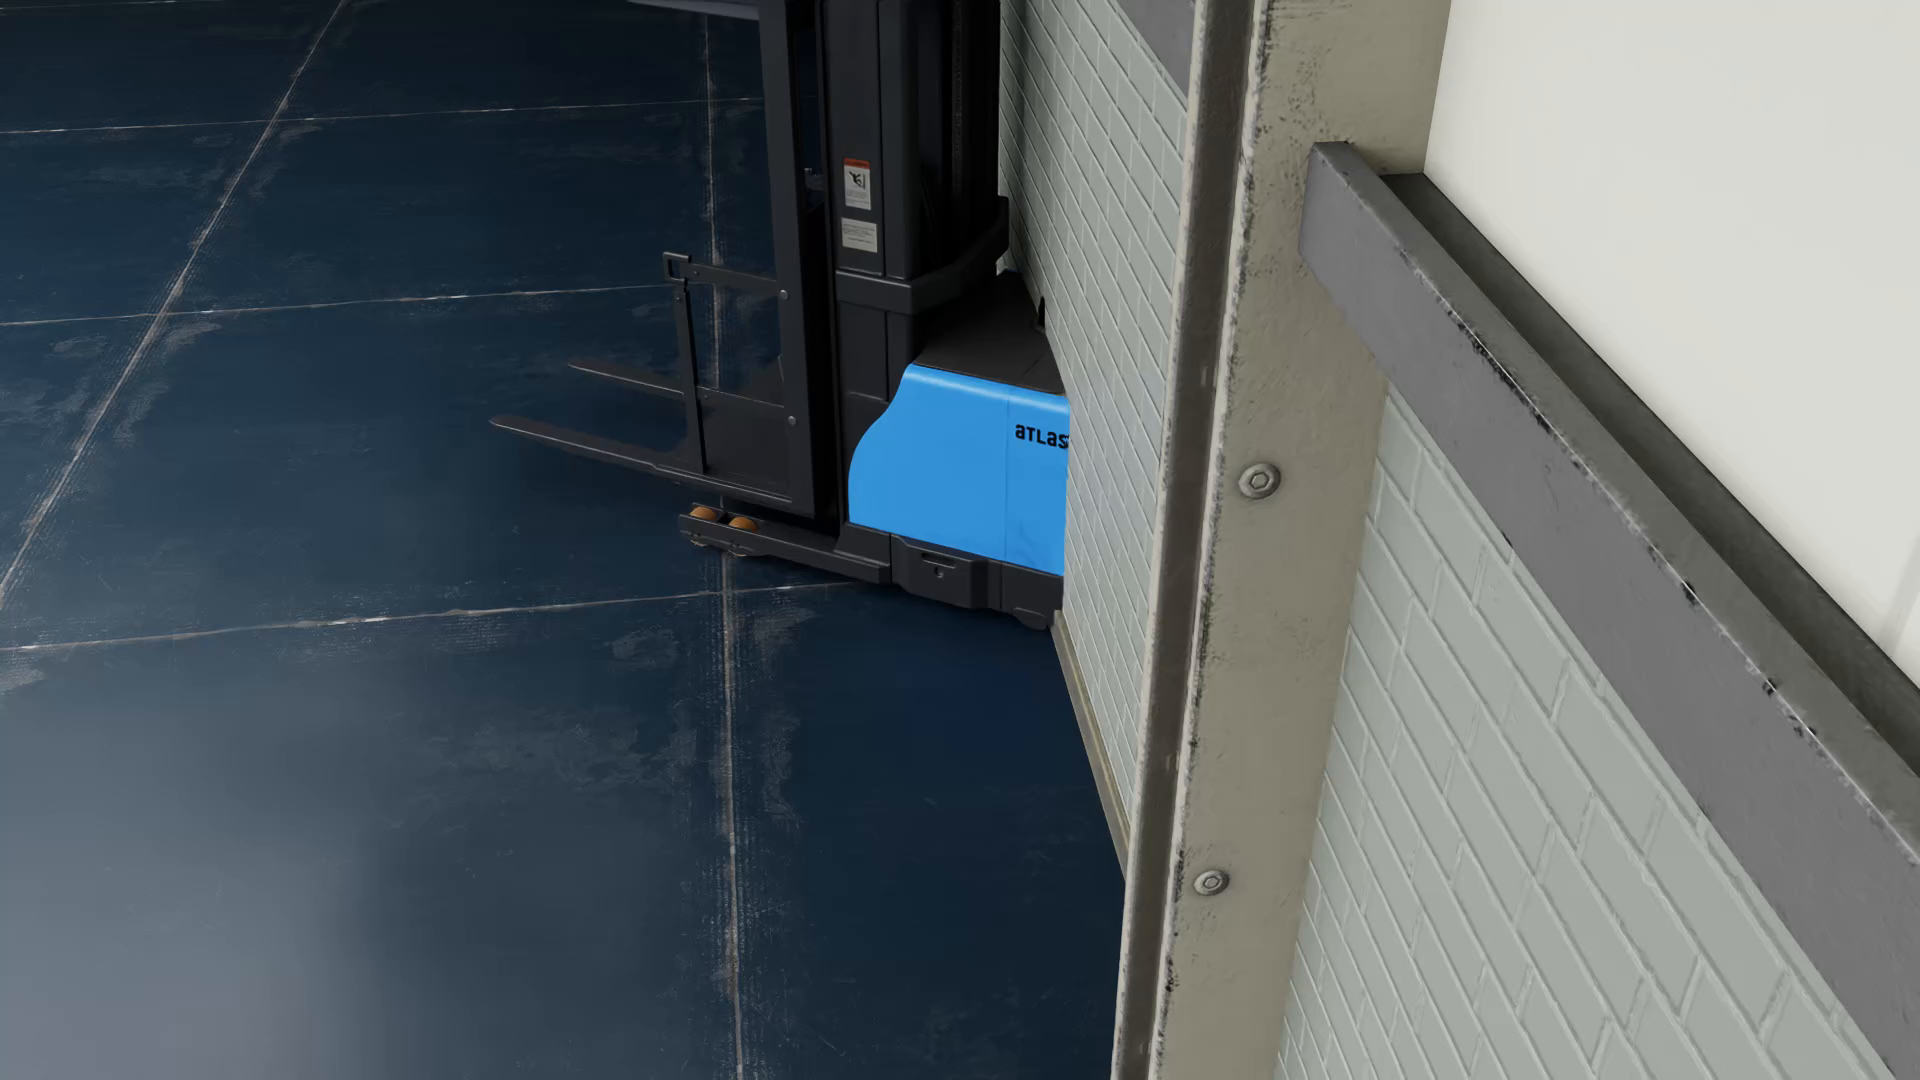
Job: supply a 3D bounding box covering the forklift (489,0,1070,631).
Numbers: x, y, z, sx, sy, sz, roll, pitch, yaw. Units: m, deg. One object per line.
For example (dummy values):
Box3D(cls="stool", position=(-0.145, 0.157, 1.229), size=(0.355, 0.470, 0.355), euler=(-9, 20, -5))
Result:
Box3D(cls="forklift", position=(-0.655, -1.395, 6.695), size=(3.031, 2.935, 1.130), euler=(14, 37, 20))
